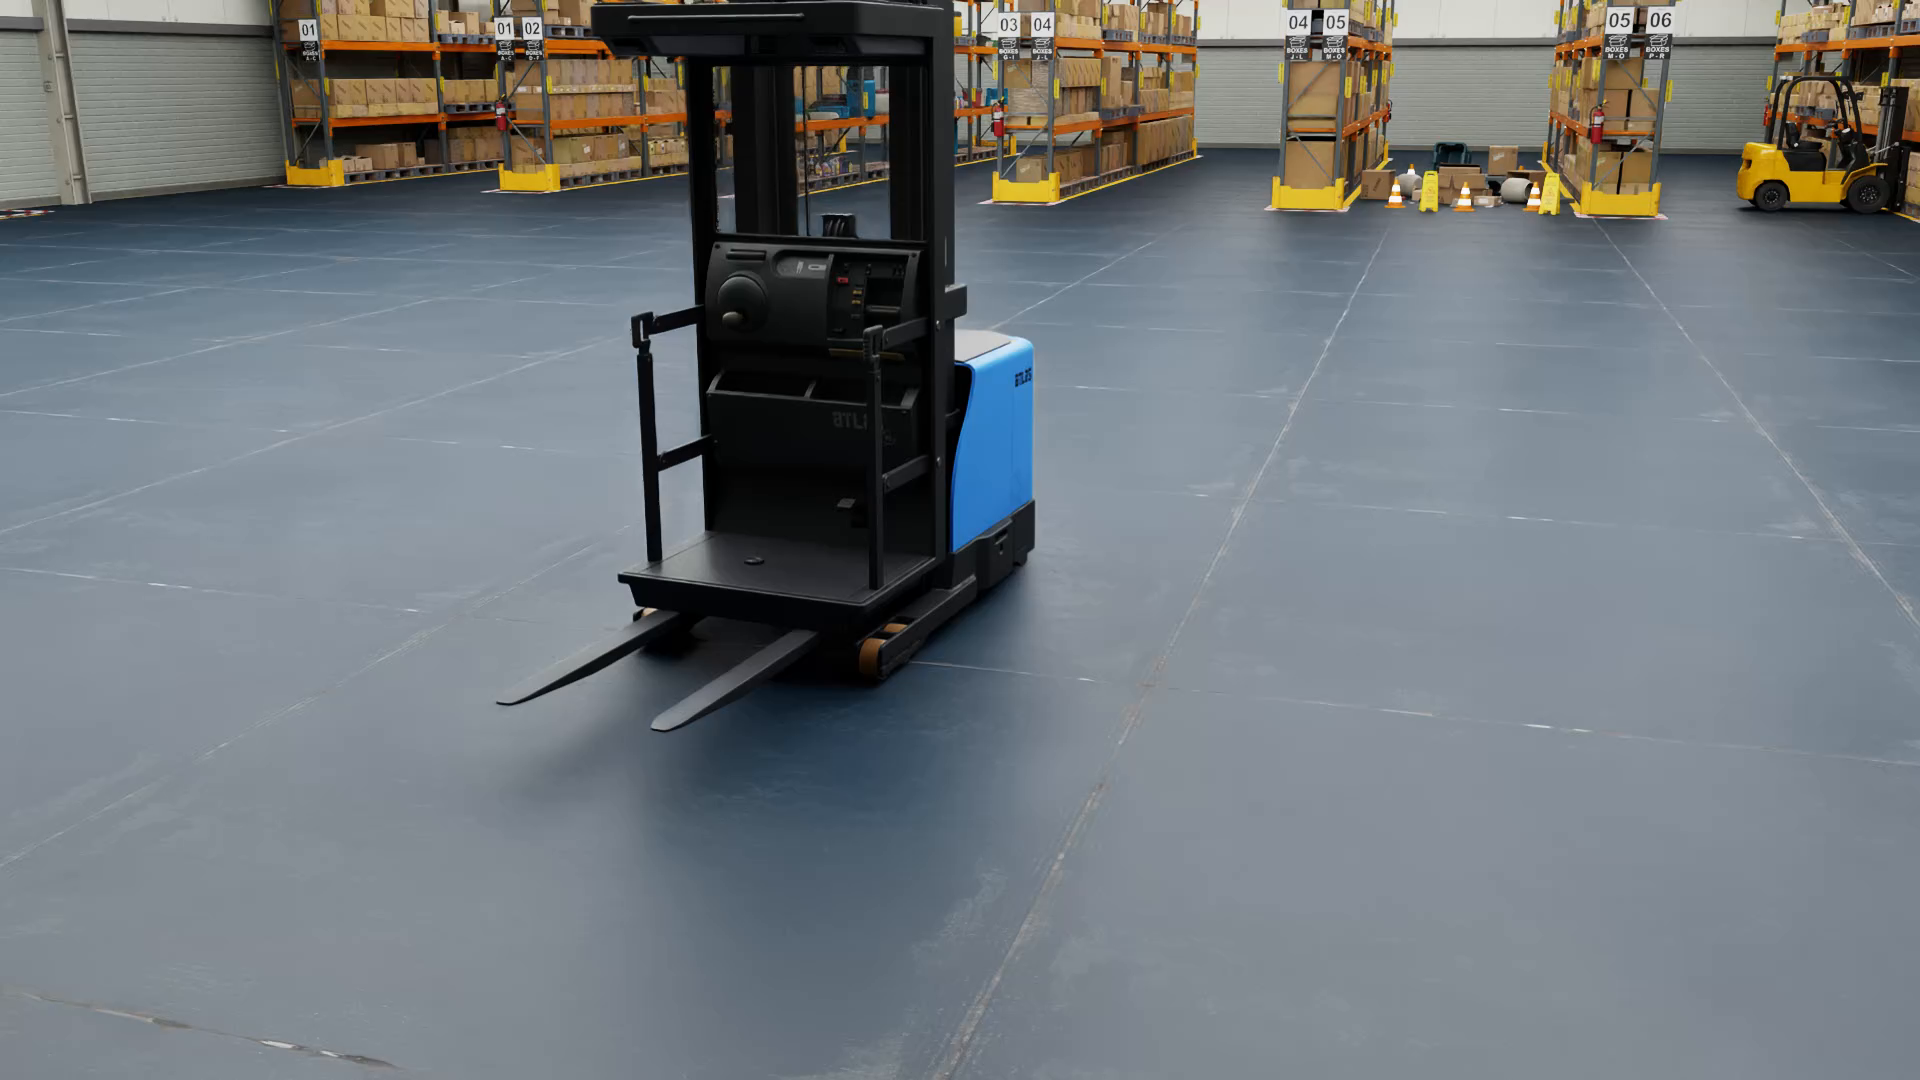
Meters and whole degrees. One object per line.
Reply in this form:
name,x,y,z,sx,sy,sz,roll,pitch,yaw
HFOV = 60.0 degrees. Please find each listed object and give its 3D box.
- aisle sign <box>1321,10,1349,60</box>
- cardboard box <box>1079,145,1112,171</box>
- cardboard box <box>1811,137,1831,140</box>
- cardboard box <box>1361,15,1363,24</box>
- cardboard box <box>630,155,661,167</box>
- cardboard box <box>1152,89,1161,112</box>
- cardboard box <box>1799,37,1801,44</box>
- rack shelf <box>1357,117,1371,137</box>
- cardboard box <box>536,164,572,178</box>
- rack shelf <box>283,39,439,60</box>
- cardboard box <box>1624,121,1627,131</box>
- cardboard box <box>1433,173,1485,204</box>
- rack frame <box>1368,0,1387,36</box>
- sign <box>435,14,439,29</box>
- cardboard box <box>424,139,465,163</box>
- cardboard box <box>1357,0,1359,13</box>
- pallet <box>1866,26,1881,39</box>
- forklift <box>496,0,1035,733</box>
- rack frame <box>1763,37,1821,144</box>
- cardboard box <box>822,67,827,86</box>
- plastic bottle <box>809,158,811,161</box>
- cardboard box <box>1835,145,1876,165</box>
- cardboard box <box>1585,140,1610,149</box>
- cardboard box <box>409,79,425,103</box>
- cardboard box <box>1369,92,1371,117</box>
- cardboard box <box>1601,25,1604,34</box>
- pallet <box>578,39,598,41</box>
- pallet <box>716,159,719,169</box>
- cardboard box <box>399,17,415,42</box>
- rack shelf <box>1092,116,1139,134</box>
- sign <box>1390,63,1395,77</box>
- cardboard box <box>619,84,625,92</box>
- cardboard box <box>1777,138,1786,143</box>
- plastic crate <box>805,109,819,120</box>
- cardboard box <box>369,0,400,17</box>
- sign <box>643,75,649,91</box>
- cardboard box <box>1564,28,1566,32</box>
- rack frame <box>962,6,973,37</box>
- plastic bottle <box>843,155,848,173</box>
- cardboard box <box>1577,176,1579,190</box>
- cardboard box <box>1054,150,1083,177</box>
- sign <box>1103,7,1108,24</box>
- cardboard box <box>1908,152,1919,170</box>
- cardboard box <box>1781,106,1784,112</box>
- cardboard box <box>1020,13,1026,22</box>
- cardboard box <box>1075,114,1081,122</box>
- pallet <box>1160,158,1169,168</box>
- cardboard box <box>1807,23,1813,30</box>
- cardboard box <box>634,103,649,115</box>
aisle sign,6.149,-8.279,27.257,0.394,0.787,0.004,5,16,16
cardboard box,2.799,-7.966,34.690,0.700,0.500,0.500,3,16,11
cardboard box,18.338,-8.487,35.378,0.380,0.149,0.250,4,16,15
cardboard box,7.150,-9.503,30.347,0.380,0.149,0.250,5,17,17
cardboard box,-6.853,-8.262,36.232,0.500,0.250,0.500,4,16,15
cardboard box,4.405,-10.259,38.819,0.500,0.500,0.500,4,16,15
cardboard box,18.877,-11.105,36.947,0.380,0.149,0.250,5,16,16
rack shelf,7.587,-8.294,33.391,1.077,0.370,4.000,5,16,16
cardboard box,-7.976,-7.253,32.672,0.500,0.250,0.500,5,16,16
rack shelf,-12.524,-10.254,34.805,1.077,0.370,4.000,5,16,16
cardboard box,11.009,-6.732,27.027,0.380,0.149,0.250,5,17,17
cardboard box,8.728,-6.168,29.152,0.797,0.503,0.637,-7,17,-23
rack frame,9.292,-13.096,38.009,1.000,3.000,0.127,5,16,16
sign,-11.433,-11.332,36.339,0.100,0.325,0.005,5,16,16
cardboard box,-11.762,-8.883,37.925,0.700,0.500,0.500,5,17,18
cardboard box,6.694,-9.337,29.030,0.500,0.250,0.500,5,16,16
pallet,17.268,-9.297,30.458,1.003,0.211,1.213,5,17,18
forklift,-0.675,-0.998,6.475,1.130,2.935,3.031,6,17,22
rack frame,19.963,-10.515,39.903,1.000,3.000,0.127,5,16,16
cardboard box,-3.943,-12.560,45.097,0.500,0.500,0.500,5,17,17
plastic bottle,-3.084,-7.670,33.922,0.144,0.351,0.185,5,17,17
cardboard box,17.500,-7.319,32.220,0.875,0.625,0.625,5,17,18
cardboard box,10.748,-6.661,28.024,0.380,0.149,0.250,5,17,17
cardboard box,-11.930,-9.700,35.893,0.500,0.500,0.500,5,16,16
cardboard box,8.285,-9.073,34.636,0.500,0.500,0.500,5,16,16
cardboard box,10.529,-8.218,26.768,0.380,0.149,0.250,5,17,16
pallet,-9.895,-12.880,43.097,0.805,0.209,1.217,4,16,14
pallet,-6.340,-8.790,38.931,1.003,0.211,1.213,5,16,16
cardboard box,-12.018,-10.898,35.538,0.500,0.500,0.500,3,16,11
rack shelf,2.860,-8.705,34.841,1.077,0.370,4.000,5,16,16
sign,10.955,-11.917,42.146,0.100,0.325,0.005,5,16,16
cardboard box,-7.221,-9.436,34.728,0.380,0.149,0.250,4,16,14
cardboard box,19.172,-9.010,38.411,0.500,0.500,0.500,5,17,17
plastic crate,-3.113,-8.477,33.106,0.450,0.188,0.662,5,16,16
cardboard box,-12.122,-11.228,34.869,0.500,0.500,0.500,4,16,14
sign,-6.672,-9.709,35.330,0.100,0.325,0.005,5,16,16
cardboard box,13.941,-11.673,37.782,0.396,0.266,0.258,5,17,18
rack frame,-0.184,-13.891,40.812,1.000,3.000,0.127,5,16,16
plastic bottle,-2.364,-7.658,33.881,0.144,0.351,0.185,4,16,14
cardboard box,11.077,-6.226,29.050,0.500,0.250,0.500,4,16,15
cardboard box,2.140,-7.426,32.824,0.500,0.500,0.500,4,16,14
sign,2.814,-10.179,32.277,0.100,0.325,0.005,5,16,16
cardboard box,15.522,-6.101,26.777,0.500,0.250,0.500,5,17,17
cardboard box,19.138,-9.926,38.286,0.380,0.149,0.250,5,17,17
cardboard box,0.935,-9.141,29.106,0.380,0.149,0.250,5,16,16
cardboard box,2.072,-7.937,31.274,0.380,0.149,0.250,5,16,16
pallet,4.418,-9.071,39.925,1.003,0.211,1.213,5,16,16
cardboard box,18.254,-10.928,35.372,0.380,0.149,0.250,5,17,16
cardboard box,-7.107,-9.357,36.096,0.500,0.250,0.500,6,17,19
